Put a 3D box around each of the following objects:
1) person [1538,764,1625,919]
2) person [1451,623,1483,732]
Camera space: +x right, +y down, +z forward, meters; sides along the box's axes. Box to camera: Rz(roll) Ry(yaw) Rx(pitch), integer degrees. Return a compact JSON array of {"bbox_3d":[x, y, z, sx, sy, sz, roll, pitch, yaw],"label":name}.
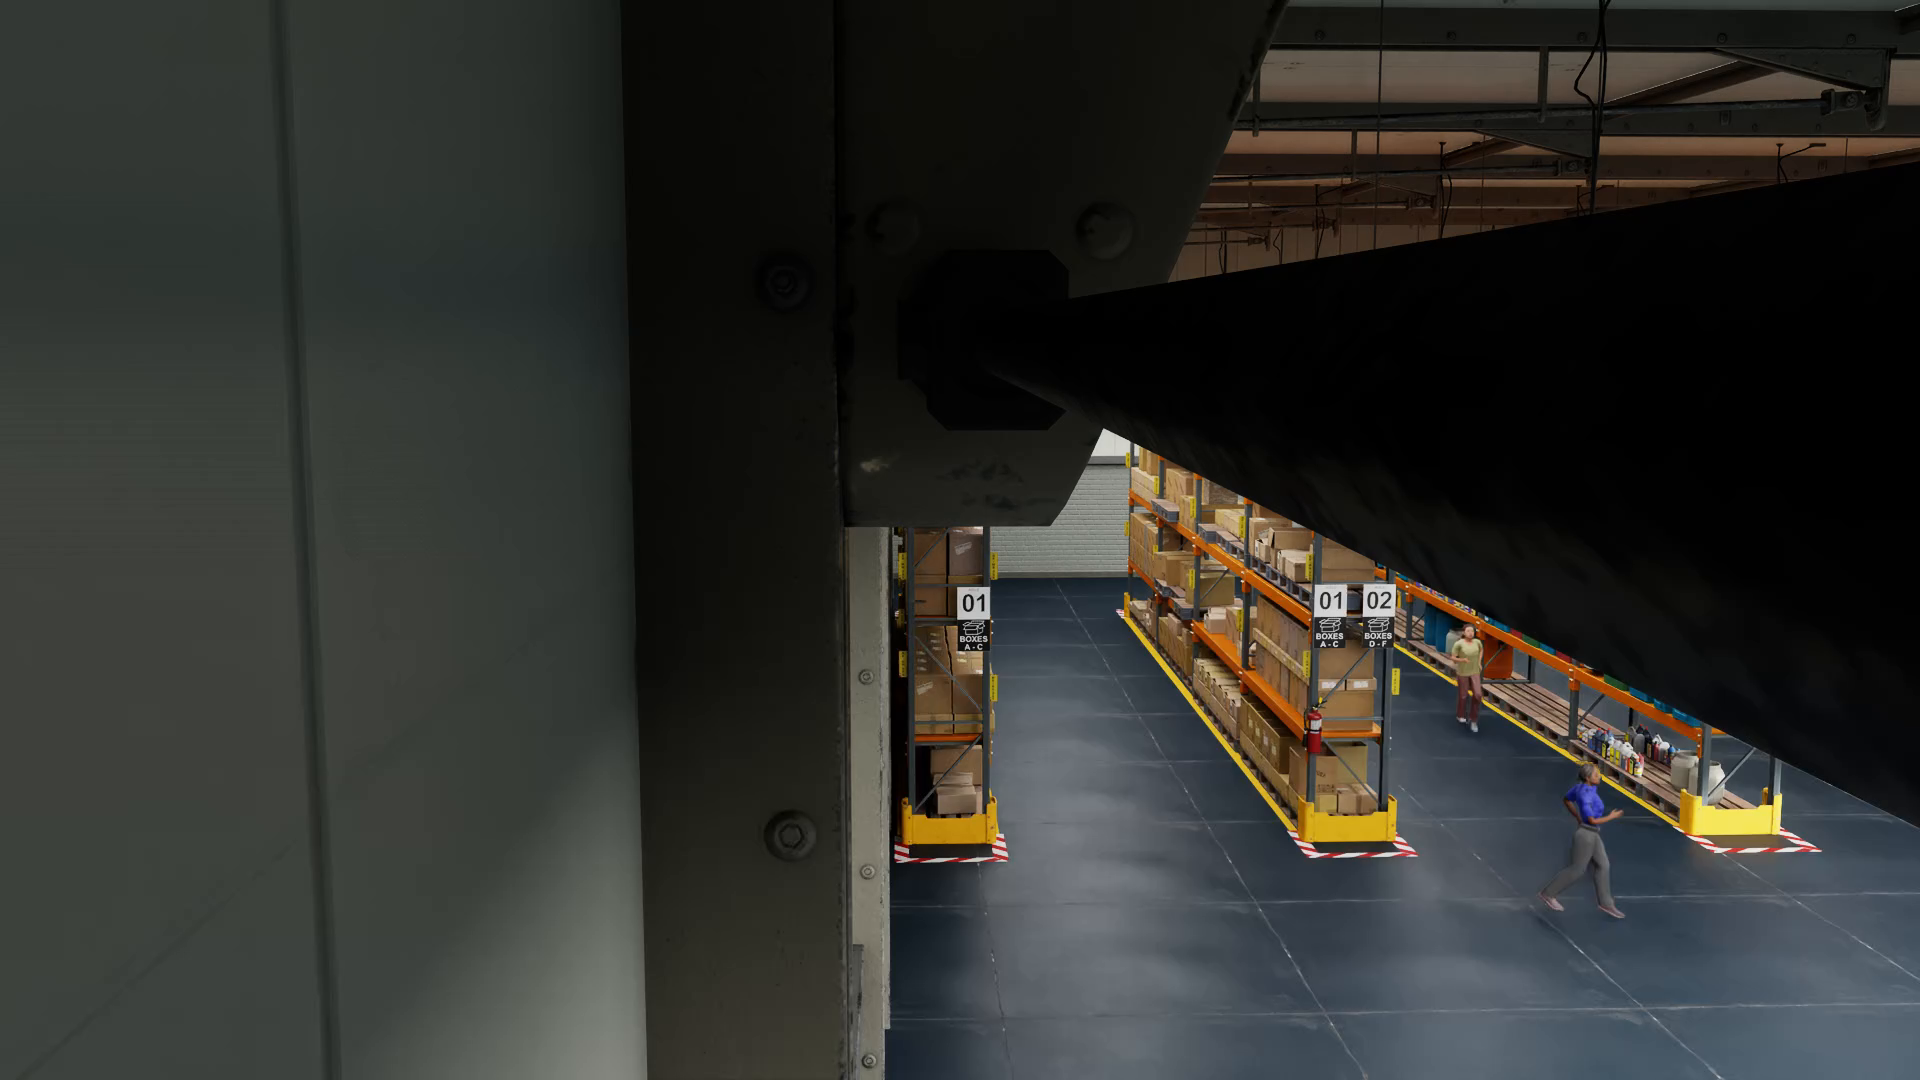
[{"bbox_3d":[6.704,3.219,17.842,0.884,1.680,0.563,3,8,22],"label":"person"},{"bbox_3d":[8.008,2.157,26.247,0.557,1.715,0.716,0,7,3],"label":"person"}]
